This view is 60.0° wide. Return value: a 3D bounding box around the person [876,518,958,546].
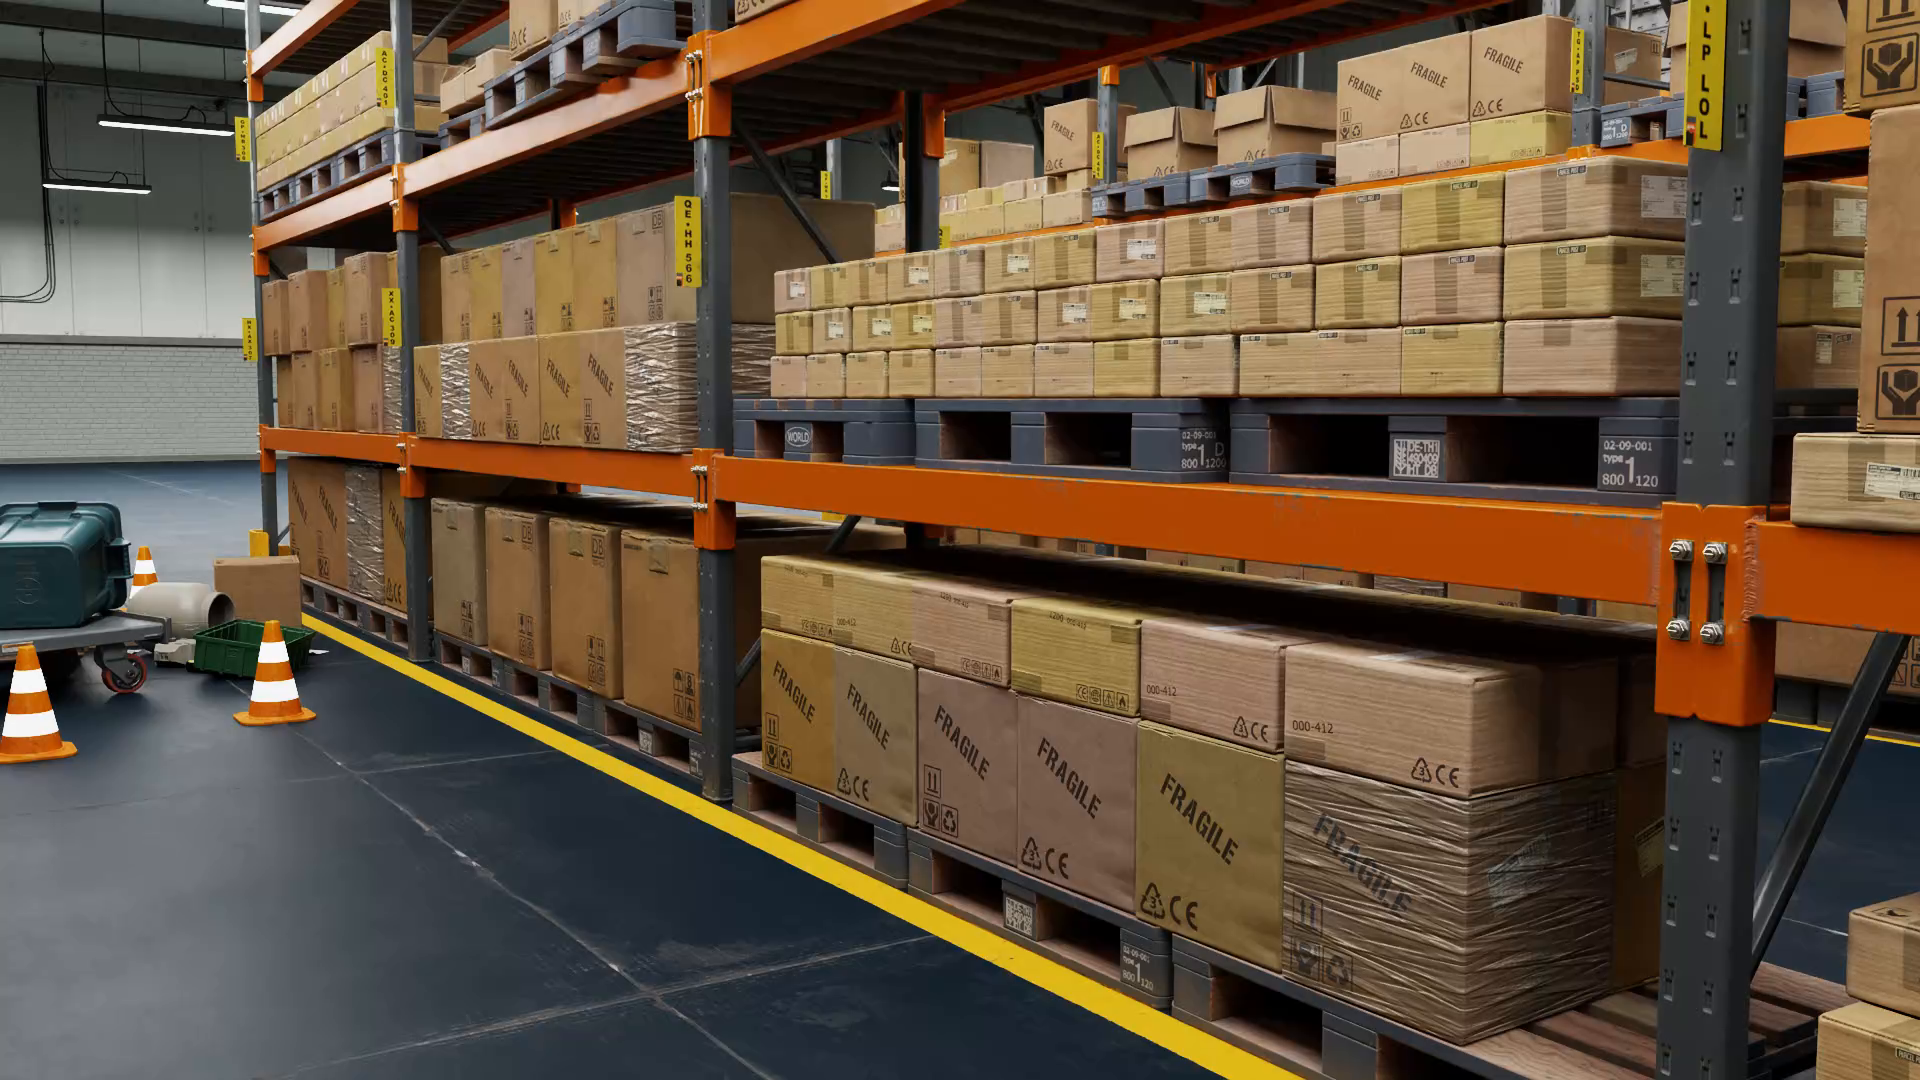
[{"bbox_3d":[-0.216,-0.114,9.073,0.499,1.690,0.487,-3,5,-30],"label":"person"}]
